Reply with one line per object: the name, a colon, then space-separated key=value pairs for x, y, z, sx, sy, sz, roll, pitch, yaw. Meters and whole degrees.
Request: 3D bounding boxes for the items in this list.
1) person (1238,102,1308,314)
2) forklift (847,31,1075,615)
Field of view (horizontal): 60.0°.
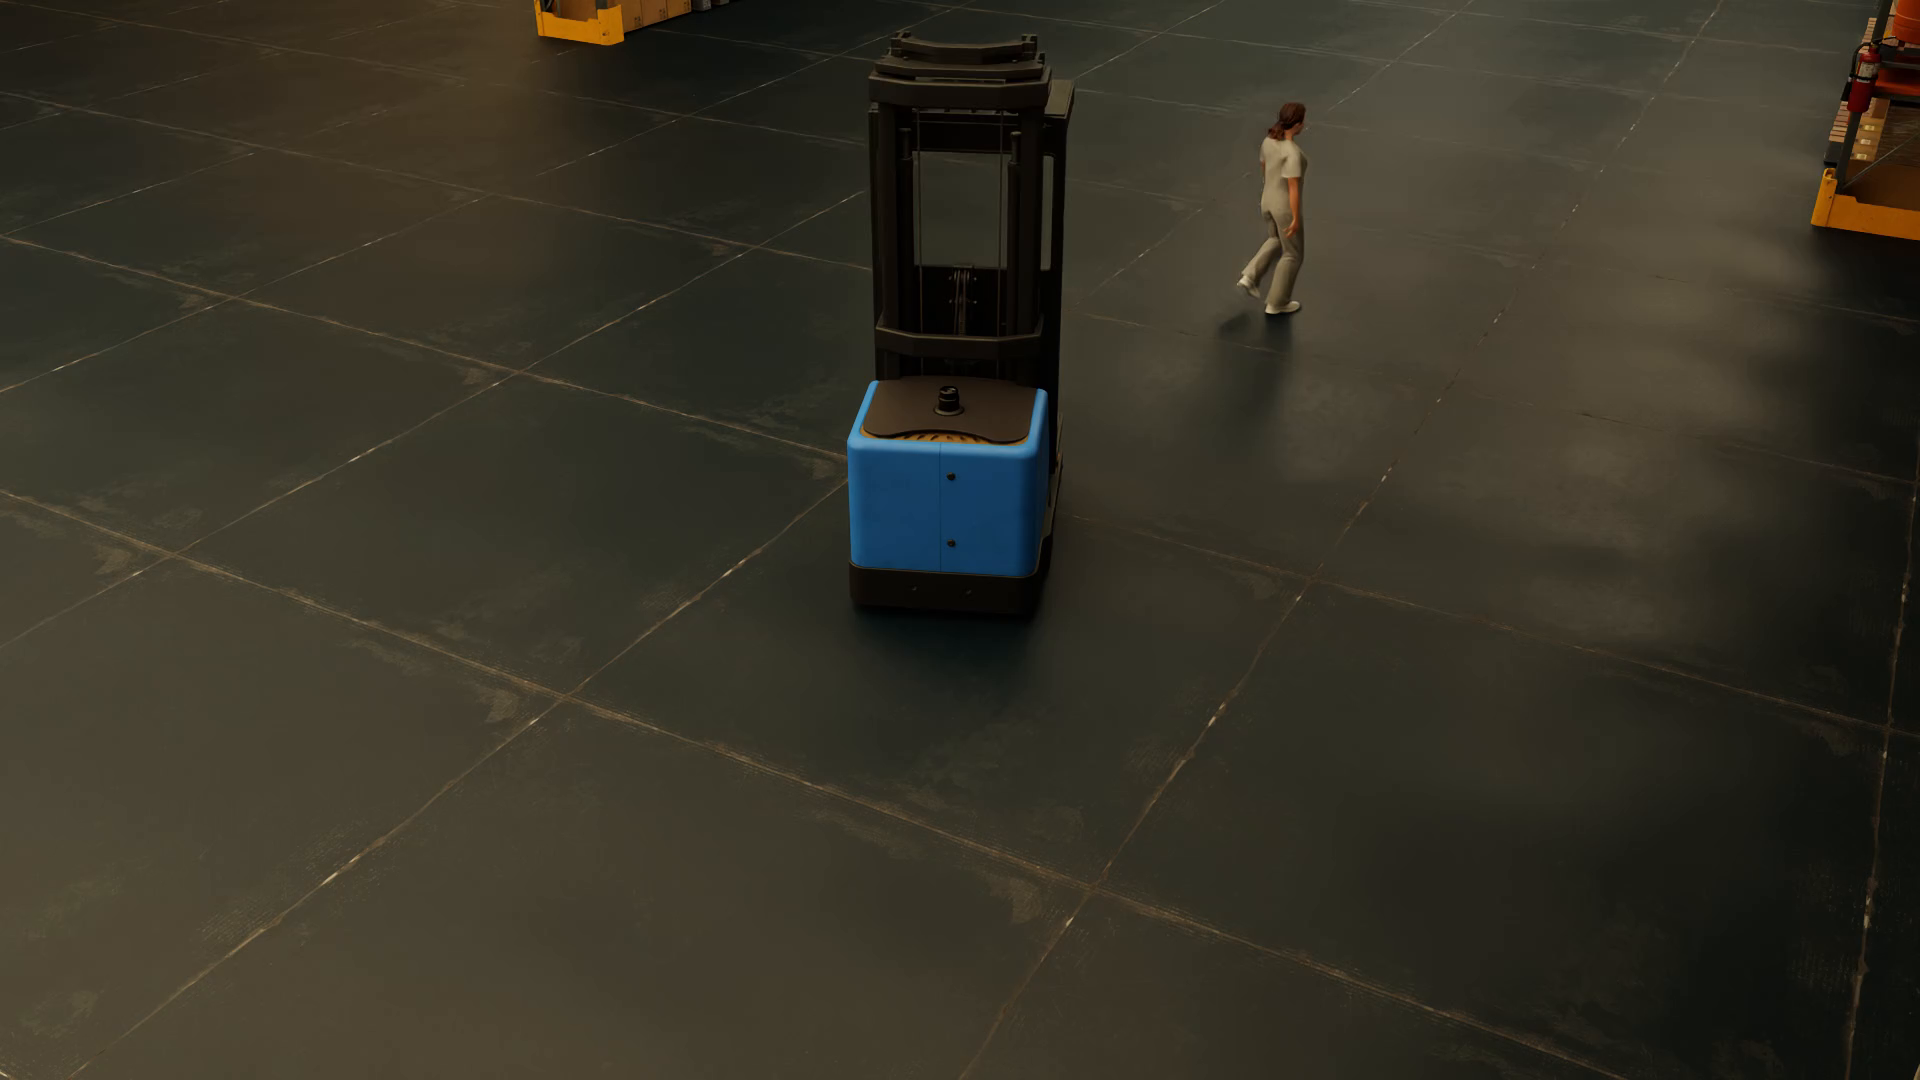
person: x=2.452 y=-2.533 z=12.744 sx=0.490 sy=1.652 sz=0.629 roll=-15 pitch=33 yaw=-24
forklift: x=0.072 y=-1.572 z=9.794 sx=1.130 sy=2.935 sz=3.031 roll=3 pitch=30 yaw=6
